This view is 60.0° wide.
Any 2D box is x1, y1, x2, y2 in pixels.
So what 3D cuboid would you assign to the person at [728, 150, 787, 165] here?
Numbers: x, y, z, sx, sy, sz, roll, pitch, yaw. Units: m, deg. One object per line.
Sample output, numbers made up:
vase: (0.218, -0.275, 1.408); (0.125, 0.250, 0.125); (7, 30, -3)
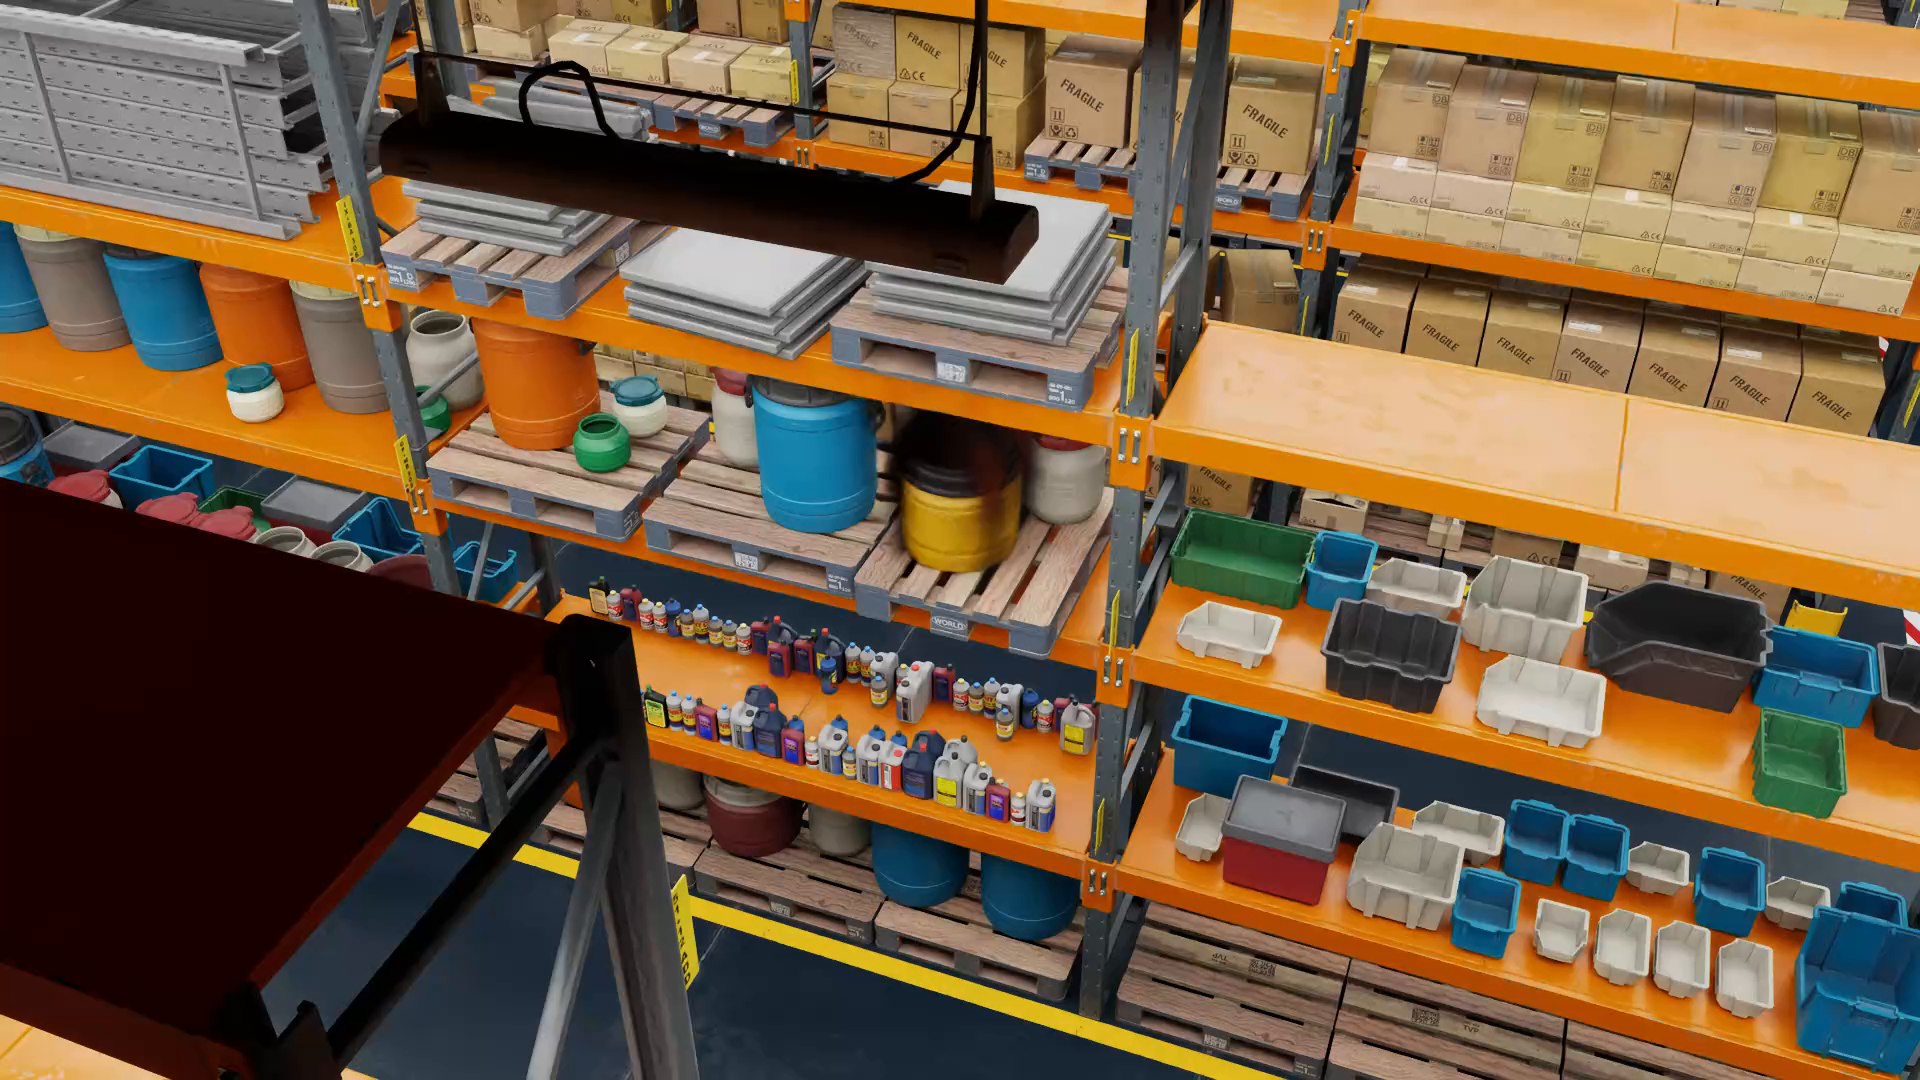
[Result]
person: (-2.137, -4.007, 17.440); (0.557, 1.699, 0.508); (22, 42, 27)
